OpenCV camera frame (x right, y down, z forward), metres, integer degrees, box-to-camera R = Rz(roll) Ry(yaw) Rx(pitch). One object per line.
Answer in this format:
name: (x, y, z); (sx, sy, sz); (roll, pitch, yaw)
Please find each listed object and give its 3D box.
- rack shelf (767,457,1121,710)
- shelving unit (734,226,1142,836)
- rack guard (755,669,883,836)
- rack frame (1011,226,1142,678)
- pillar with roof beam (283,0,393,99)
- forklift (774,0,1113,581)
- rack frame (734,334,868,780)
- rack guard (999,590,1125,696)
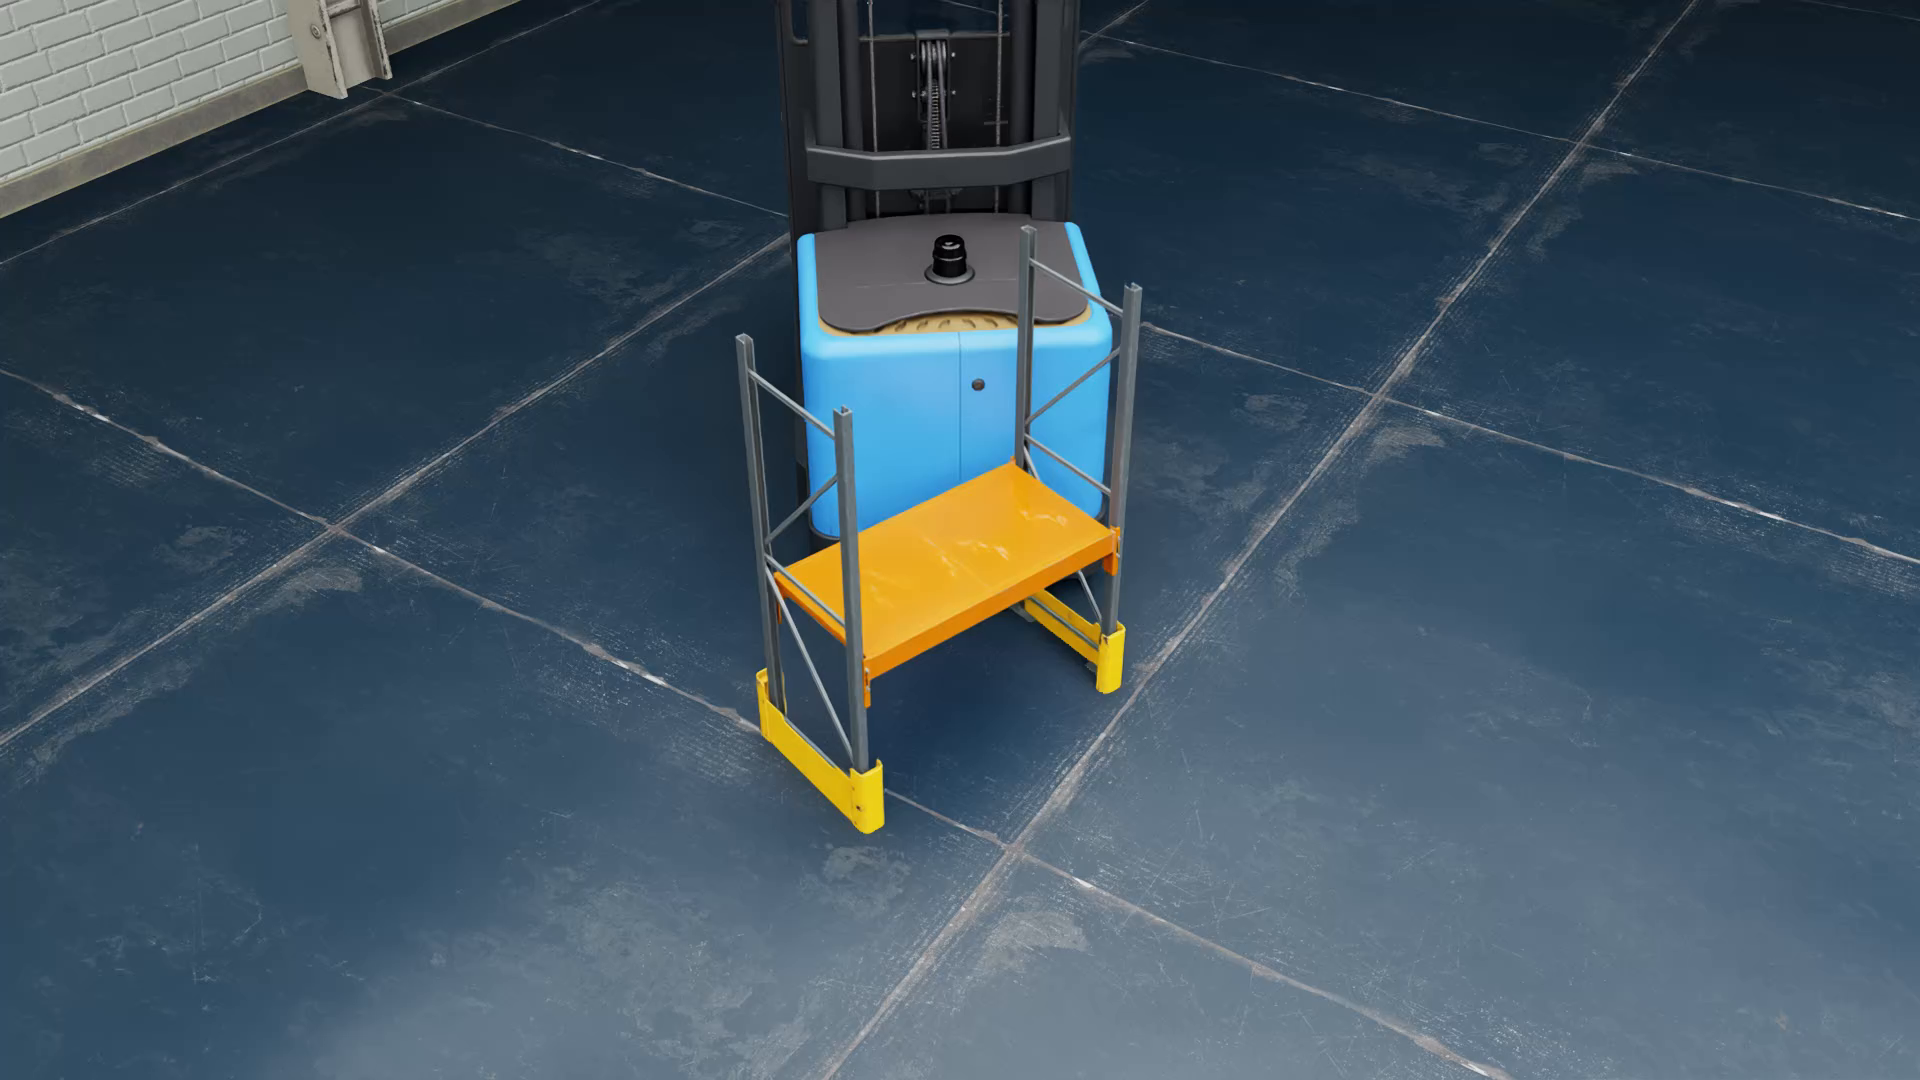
rack shelf: (-0.047, 0.108, 5.176); (1.000, 0.185, 0.538); (-26, 45, -30)
shelving unit: (-0.055, -0.031, 5.062); (1.083, 1.500, 0.587); (-26, 45, -30)
rack guard: (-0.443, 0.654, 5.197); (0.087, 0.250, 0.587); (-26, 45, -30)
rack frame: (0.349, -0.229, 5.318); (0.032, 1.500, 0.500); (-26, 45, -30)
pillar with roof beam: (0.065, -4.832, 5.147); (9.100, 9.000, 0.400); (21, 42, 25)
forklift: (-0.139, -1.856, 6.257); (1.130, 2.935, 3.031); (-3, 38, -4)
rack frame: (-0.444, 0.159, 4.815); (0.032, 1.500, 0.500); (-26, 45, -30)
rack guard: (0.334, 0.274, 5.690); (0.087, 0.250, 0.587); (-26, 45, -30)
